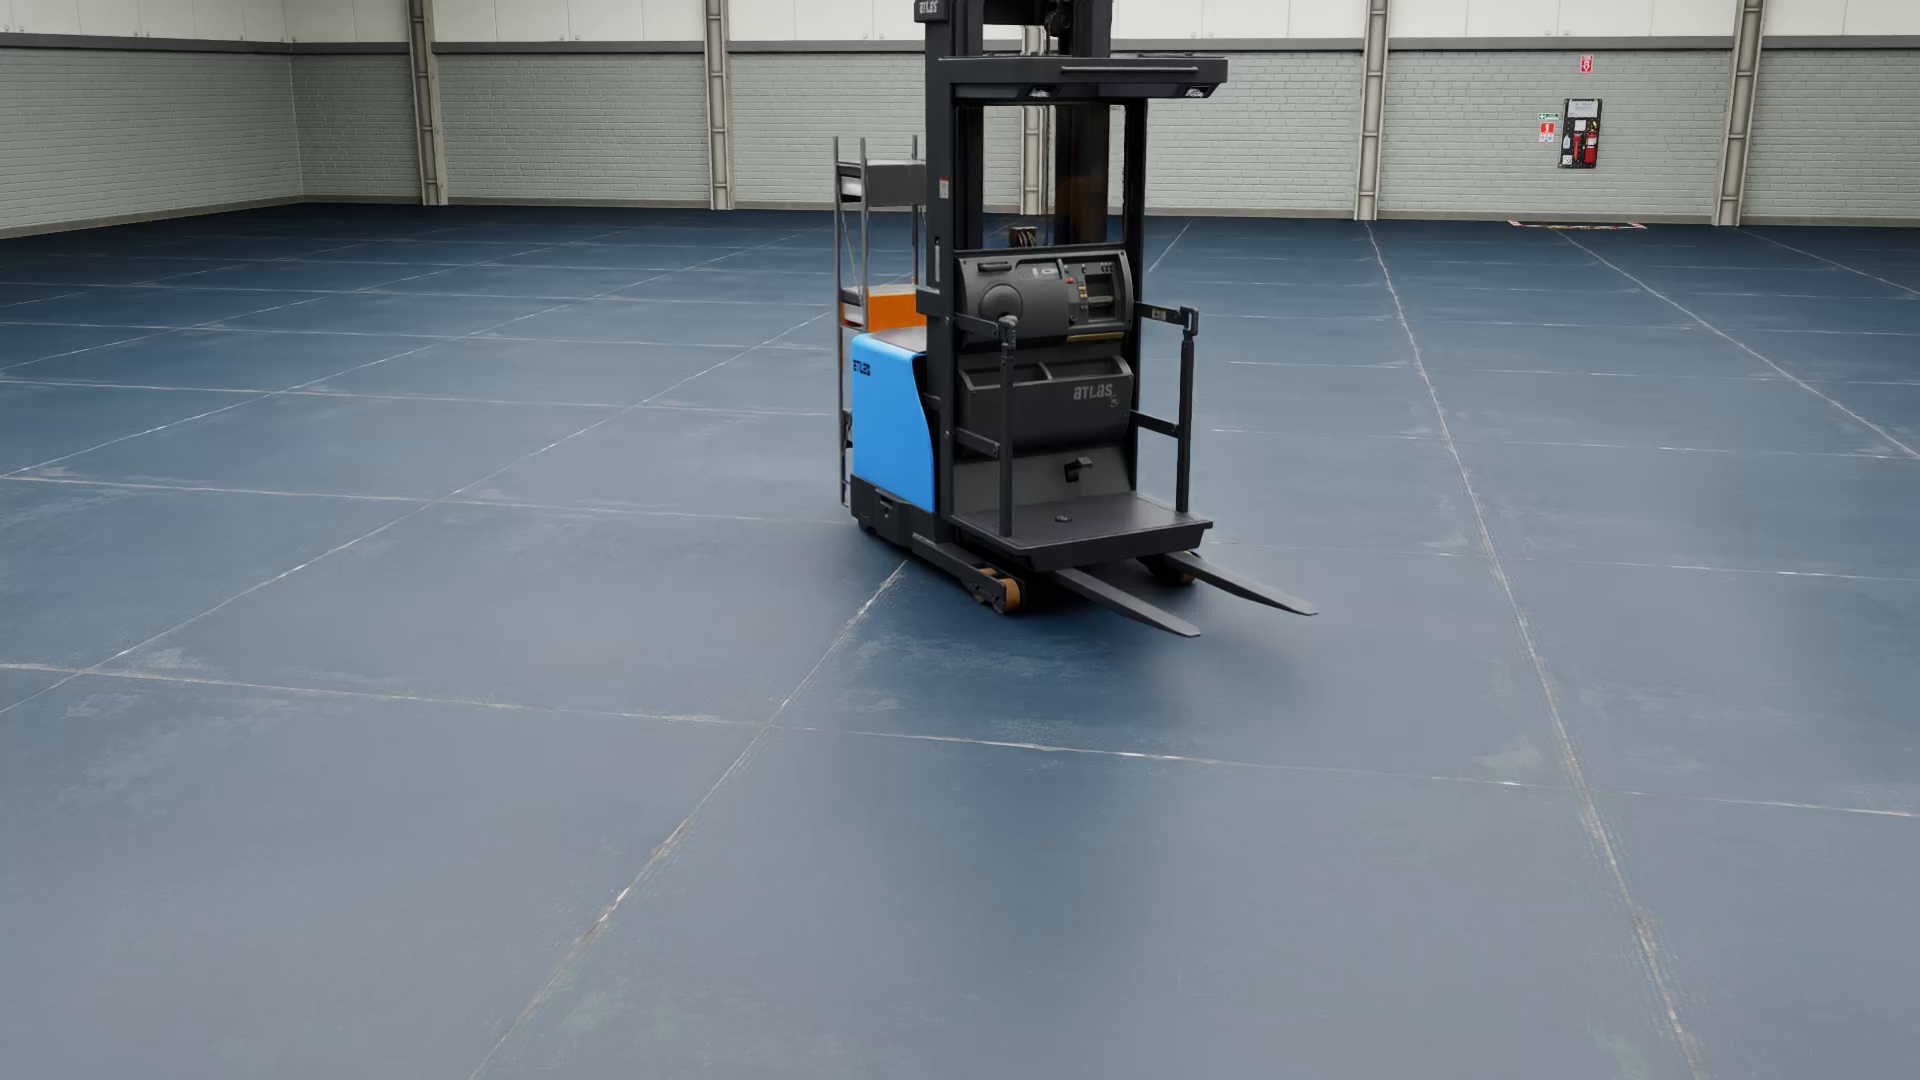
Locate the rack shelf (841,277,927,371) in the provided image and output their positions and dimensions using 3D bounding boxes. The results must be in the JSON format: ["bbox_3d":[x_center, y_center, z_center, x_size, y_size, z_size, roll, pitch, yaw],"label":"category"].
[{"bbox_3d":[-0.387,-1.195,9.426,0.480,0.518,0.431,-8,17,-27],"label":"rack shelf"}]

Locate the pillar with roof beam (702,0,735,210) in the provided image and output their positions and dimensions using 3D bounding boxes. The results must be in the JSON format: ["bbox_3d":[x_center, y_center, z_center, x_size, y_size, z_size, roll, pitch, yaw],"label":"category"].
[{"bbox_3d":[-5.405,-9.562,26.655,0.400,9.000,9.100,3,16,11],"label":"pillar with roof beam"}]

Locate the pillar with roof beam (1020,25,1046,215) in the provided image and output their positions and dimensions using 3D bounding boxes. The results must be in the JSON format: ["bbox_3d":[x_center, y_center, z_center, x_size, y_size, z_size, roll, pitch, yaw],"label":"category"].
[{"bbox_3d":[0.475,-9.243,25.503,0.400,9.000,9.100,3,16,11],"label":"pillar with roof beam"}]

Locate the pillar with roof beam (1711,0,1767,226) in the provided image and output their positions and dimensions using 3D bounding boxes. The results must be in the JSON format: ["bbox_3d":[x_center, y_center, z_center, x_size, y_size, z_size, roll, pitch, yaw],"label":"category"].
[{"bbox_3d":[12.234,-8.605,23.198,0.400,9.000,9.100,3,16,11],"label":"pillar with roof beam"}]

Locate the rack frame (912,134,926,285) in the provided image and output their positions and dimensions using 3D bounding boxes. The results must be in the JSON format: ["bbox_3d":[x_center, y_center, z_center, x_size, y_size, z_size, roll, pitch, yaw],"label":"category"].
[{"bbox_3d":[-0.171,-1.239,9.531,0.015,2.100,0.400,-8,17,-27],"label":"rack frame"}]

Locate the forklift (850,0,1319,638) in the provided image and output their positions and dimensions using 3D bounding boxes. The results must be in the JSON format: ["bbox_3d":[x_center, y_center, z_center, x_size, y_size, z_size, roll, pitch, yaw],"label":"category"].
[{"bbox_3d":[0.525,-1.206,7.855,1.130,2.935,3.031,-8,17,-27],"label":"forklift"}]

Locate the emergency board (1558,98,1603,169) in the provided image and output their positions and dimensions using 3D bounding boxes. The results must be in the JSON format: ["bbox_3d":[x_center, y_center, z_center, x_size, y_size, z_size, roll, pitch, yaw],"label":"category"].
[{"bbox_3d":[10.678,-6.981,28.575,0.643,1.169,0.194,3,16,11],"label":"emergency board"}]

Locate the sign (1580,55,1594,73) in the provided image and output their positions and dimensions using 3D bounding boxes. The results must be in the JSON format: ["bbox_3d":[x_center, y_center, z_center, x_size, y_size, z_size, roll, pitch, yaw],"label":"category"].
[{"bbox_3d":[10.690,-8.125,28.361,0.199,0.298,0.001,3,16,11],"label":"sign"}]

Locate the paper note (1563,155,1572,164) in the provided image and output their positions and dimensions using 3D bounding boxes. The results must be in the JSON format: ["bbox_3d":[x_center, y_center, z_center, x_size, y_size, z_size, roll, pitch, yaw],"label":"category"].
[{"bbox_3d":[10.518,-6.584,28.792,0.142,0.148,0.016,3,16,11],"label":"paper note"}]

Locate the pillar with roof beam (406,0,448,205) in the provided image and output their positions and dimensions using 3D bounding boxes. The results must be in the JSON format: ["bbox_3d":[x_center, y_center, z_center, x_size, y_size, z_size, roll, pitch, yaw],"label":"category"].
[{"bbox_3d":[-11.284,-9.881,27.807,0.400,9.000,9.100,3,16,11],"label":"pillar with roof beam"}]

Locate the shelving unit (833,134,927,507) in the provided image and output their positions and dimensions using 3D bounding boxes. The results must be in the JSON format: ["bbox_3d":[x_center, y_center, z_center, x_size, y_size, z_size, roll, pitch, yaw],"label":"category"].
[{"bbox_3d":[-0.387,-1.209,9.422,0.503,2.100,0.431,-8,17,-27],"label":"shelving unit"}]

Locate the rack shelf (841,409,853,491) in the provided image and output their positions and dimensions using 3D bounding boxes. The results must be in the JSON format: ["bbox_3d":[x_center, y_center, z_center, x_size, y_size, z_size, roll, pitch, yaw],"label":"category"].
[{"bbox_3d":[-0.387,-0.521,9.612,0.480,0.518,0.431,-8,17,-27],"label":"rack shelf"}]

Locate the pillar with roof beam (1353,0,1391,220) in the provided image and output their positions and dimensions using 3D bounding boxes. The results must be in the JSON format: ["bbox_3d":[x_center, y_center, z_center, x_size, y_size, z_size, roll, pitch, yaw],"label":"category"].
[{"bbox_3d":[6.355,-8.924,24.350,0.400,9.000,9.100,3,16,11],"label":"pillar with roof beam"}]

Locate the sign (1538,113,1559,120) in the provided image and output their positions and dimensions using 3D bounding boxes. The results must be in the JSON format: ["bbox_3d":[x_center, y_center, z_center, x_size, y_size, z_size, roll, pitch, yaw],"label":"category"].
[{"bbox_3d":[10.160,-7.307,28.694,0.331,0.109,0.001,3,16,11],"label":"sign"}]

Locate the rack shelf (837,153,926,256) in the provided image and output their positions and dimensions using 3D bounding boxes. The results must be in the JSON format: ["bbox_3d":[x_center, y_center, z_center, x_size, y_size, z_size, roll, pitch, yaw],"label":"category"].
[{"bbox_3d":[-0.387,-1.870,9.239,0.480,0.518,0.431,-8,17,-27],"label":"rack shelf"}]

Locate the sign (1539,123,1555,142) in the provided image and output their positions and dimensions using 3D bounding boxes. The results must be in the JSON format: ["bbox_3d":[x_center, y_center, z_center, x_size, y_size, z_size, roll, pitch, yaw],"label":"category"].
[{"bbox_3d":[10.157,-7.055,28.774,0.234,0.329,0.001,3,16,11],"label":"sign"}]

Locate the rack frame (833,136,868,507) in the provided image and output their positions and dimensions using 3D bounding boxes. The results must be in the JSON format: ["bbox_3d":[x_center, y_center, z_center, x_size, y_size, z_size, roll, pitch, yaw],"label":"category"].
[{"bbox_3d":[-0.603,-1.178,9.313,0.015,2.100,0.400,-8,17,-27],"label":"rack frame"}]
